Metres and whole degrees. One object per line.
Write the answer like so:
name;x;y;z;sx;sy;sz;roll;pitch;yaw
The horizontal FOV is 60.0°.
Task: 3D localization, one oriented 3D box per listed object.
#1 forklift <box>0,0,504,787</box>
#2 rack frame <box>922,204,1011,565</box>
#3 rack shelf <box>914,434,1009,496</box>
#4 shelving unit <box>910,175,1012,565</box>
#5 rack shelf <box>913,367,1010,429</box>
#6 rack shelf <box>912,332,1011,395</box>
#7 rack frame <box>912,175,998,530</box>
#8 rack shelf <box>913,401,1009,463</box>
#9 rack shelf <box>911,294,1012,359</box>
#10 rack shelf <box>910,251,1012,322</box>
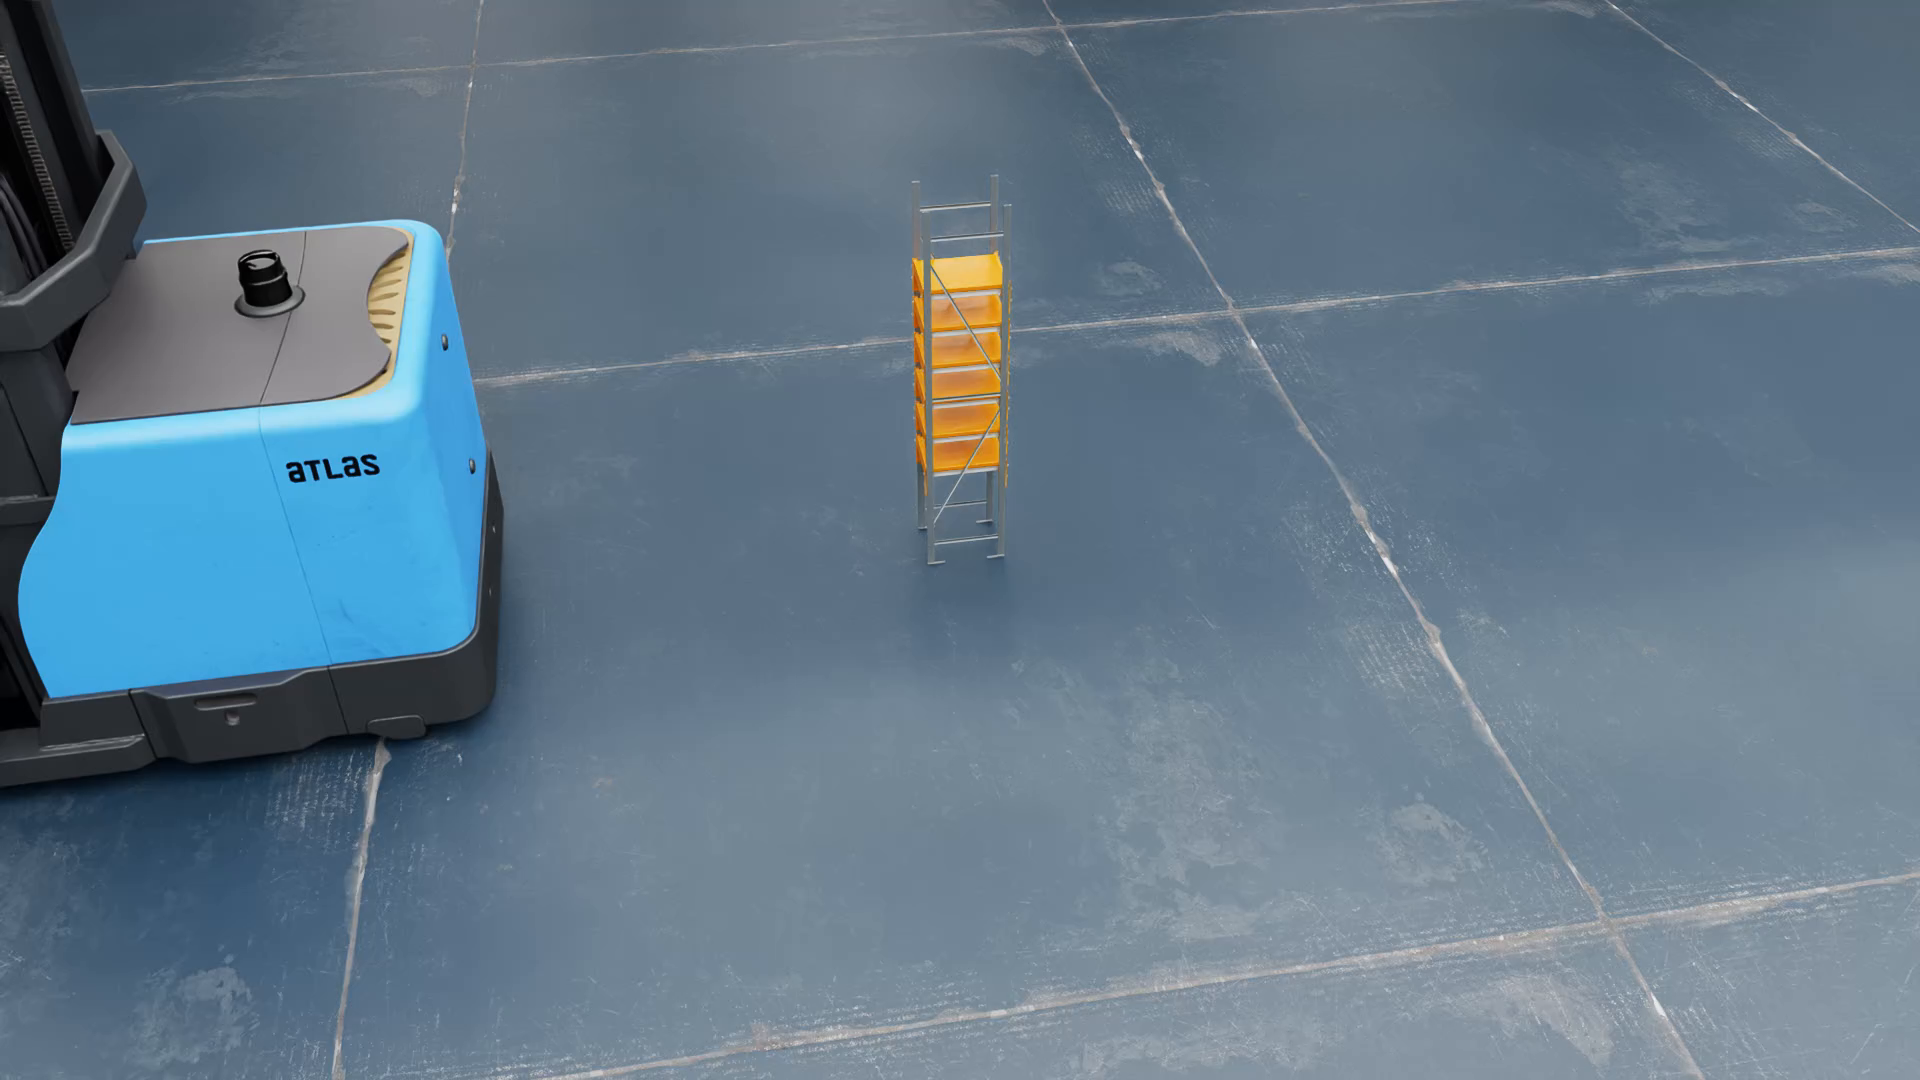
forklift;-2.852;-0.766;3.848;3.031;2.935;1.130;-7;38;-8
rack frame;0.019;-0.410;4.800;0.240;1.200;0.006;-6;38;-8
rack shelf;0.003;-0.240;5.045;0.258;0.103;0.180;-6;38;-8
shelving unit;0.003;-0.465;4.871;0.258;1.200;0.189;-6;38;-8
rack shelf;0.003;-0.430;4.898;0.258;0.103;0.180;-6;38;-8
rack shelf;0.003;-0.525;4.824;0.258;0.103;0.180;-6;38;-8
rack frame;-0.014;-0.520;4.942;0.240;1.200;0.006;-6;38;-8
rack shelf;0.003;-0.335;4.972;0.258;0.103;0.180;-6;38;-8
rack shelf;0.003;-0.620;4.751;0.258;0.103;0.180;-6;38;-8
rack shelf;0.003;-0.714;4.677;0.258;0.103;0.180;-6;38;-8
